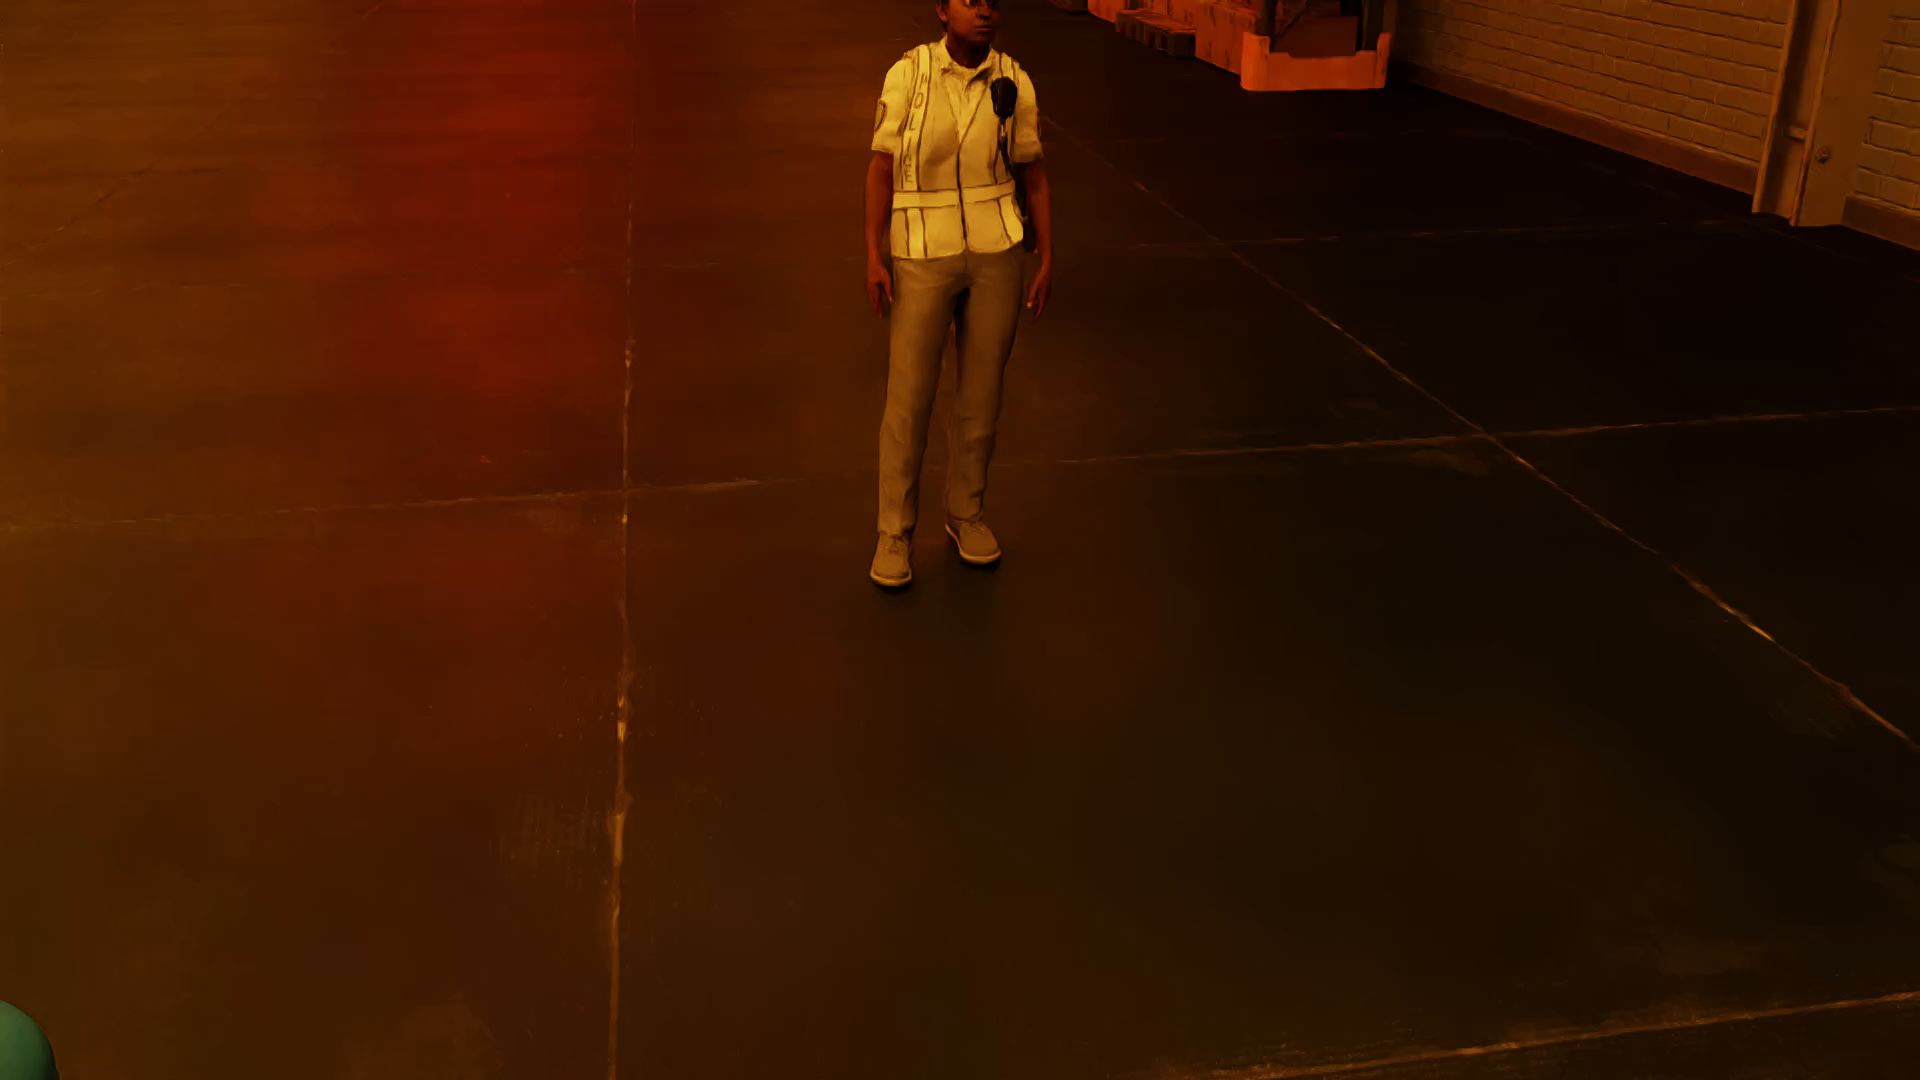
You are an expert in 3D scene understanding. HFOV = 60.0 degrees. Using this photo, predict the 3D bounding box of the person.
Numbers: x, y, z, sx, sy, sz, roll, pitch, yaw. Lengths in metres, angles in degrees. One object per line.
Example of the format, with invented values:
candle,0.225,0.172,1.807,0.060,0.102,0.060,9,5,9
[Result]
person,-0.006,-0.754,4.618,0.570,1.693,0.529,-4,24,-9
